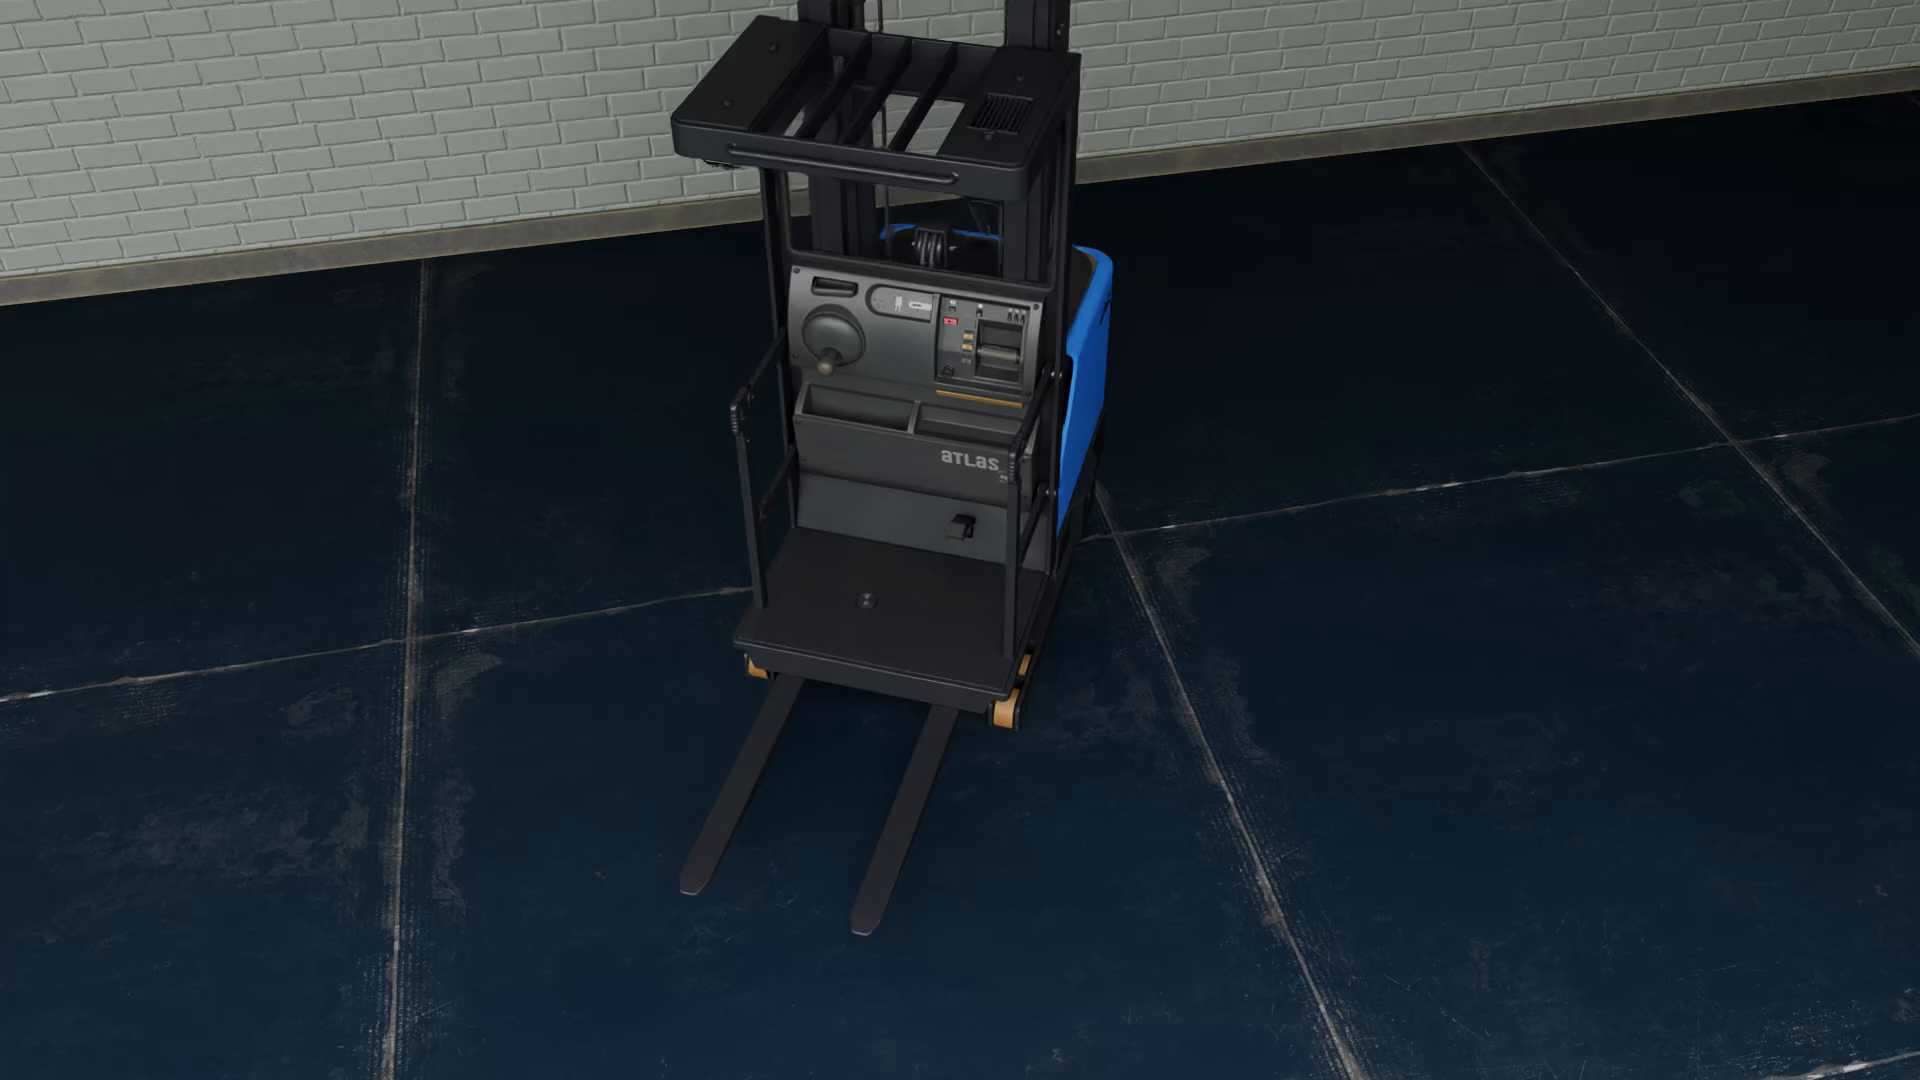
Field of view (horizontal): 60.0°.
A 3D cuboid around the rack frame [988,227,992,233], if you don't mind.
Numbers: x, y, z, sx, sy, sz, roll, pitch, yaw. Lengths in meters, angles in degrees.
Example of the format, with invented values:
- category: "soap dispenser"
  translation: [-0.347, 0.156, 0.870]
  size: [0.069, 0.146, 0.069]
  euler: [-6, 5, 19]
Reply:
- category: "rack frame"
  translation: [0.027, -1.067, 7.774]
  size: [0.240, 0.900, 0.006]
  euler: [-2, 41, -2]

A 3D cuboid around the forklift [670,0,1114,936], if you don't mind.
- category: "forklift"
  translation: [-0.221, -0.659, 5.785]
  size: [1.130, 2.935, 3.031]
  euler: [10, 43, 11]

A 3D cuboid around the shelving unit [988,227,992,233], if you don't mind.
- category: "shelving unit"
  translation: [0.030, -1.000, 7.697]
  size: [0.258, 0.900, 0.210]
  euler: [-2, 41, -2]
